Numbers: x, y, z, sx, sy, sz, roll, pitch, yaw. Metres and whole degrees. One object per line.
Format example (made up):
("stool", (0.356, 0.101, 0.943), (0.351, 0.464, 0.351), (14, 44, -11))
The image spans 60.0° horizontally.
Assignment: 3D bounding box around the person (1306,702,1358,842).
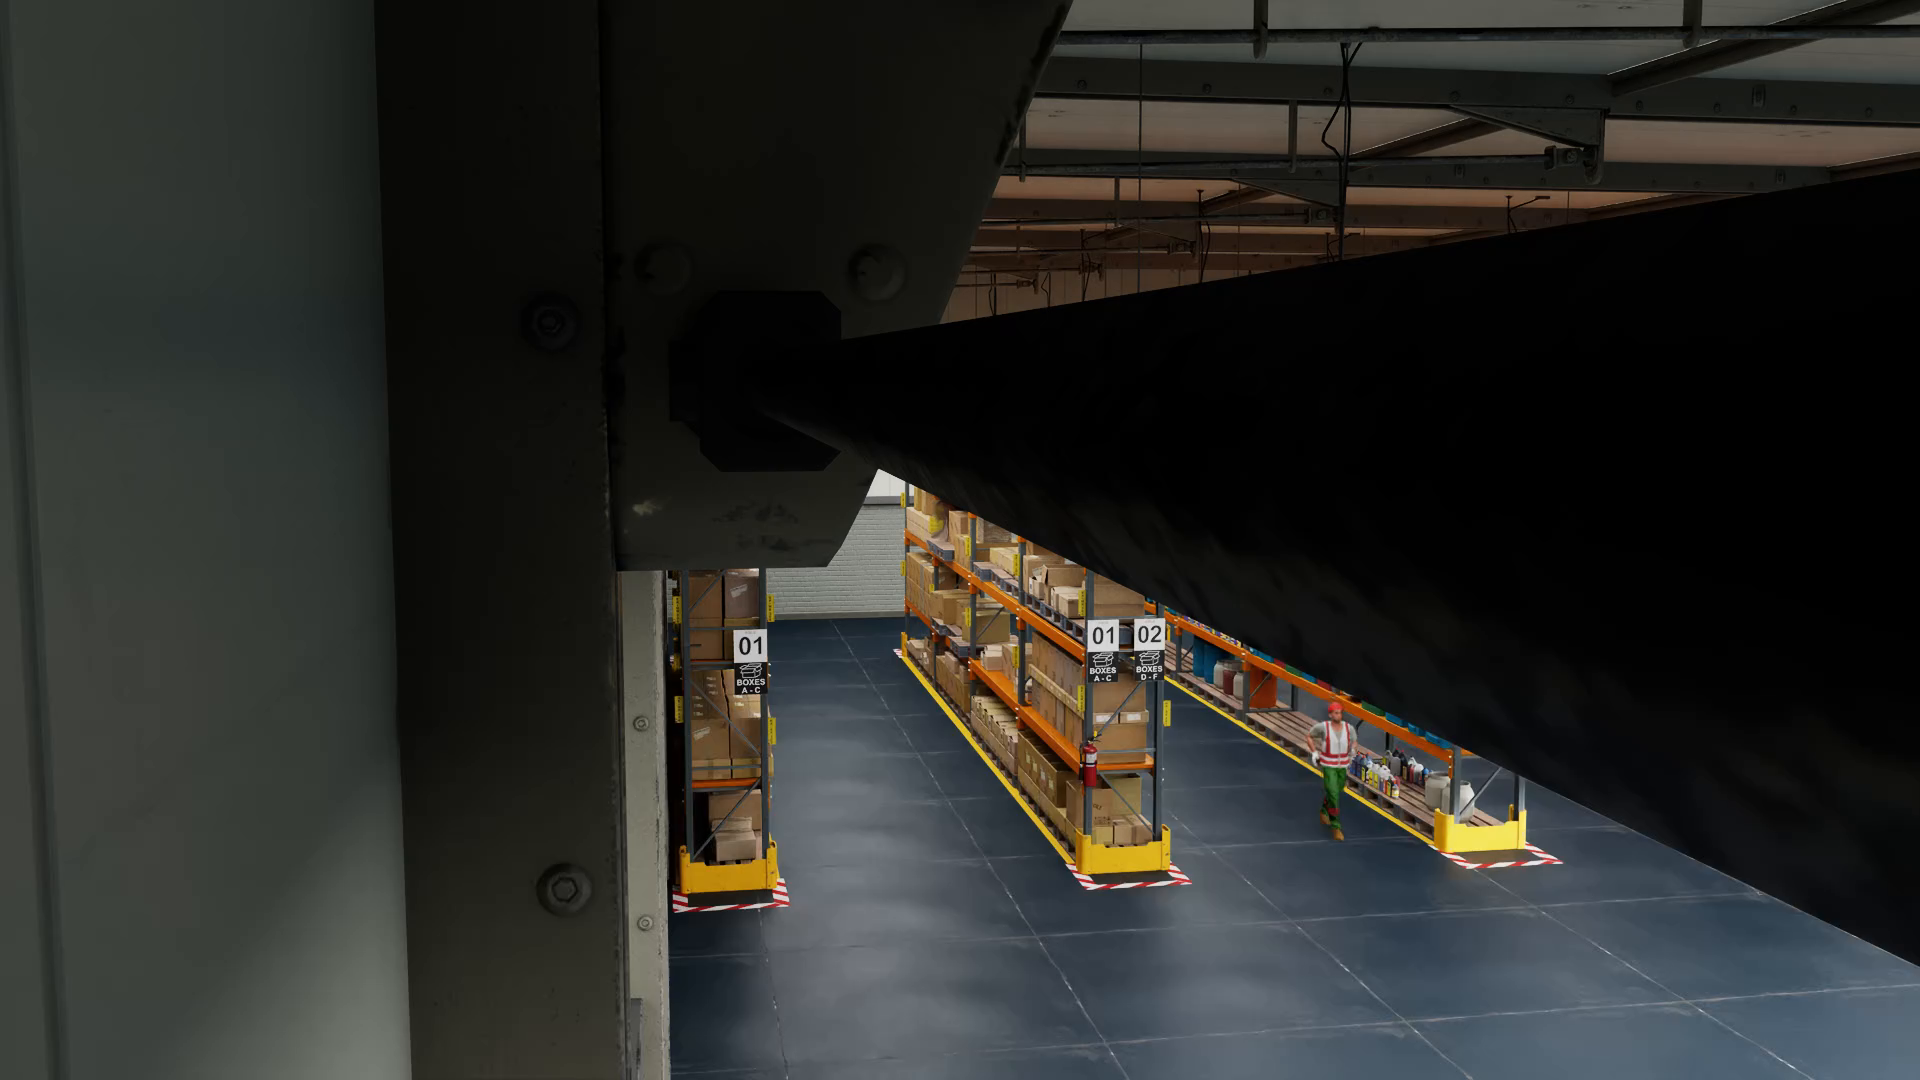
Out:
("person", (5.090, 3.090, 22.583), (0.630, 1.816, 0.905), (-1, 6, -13))
